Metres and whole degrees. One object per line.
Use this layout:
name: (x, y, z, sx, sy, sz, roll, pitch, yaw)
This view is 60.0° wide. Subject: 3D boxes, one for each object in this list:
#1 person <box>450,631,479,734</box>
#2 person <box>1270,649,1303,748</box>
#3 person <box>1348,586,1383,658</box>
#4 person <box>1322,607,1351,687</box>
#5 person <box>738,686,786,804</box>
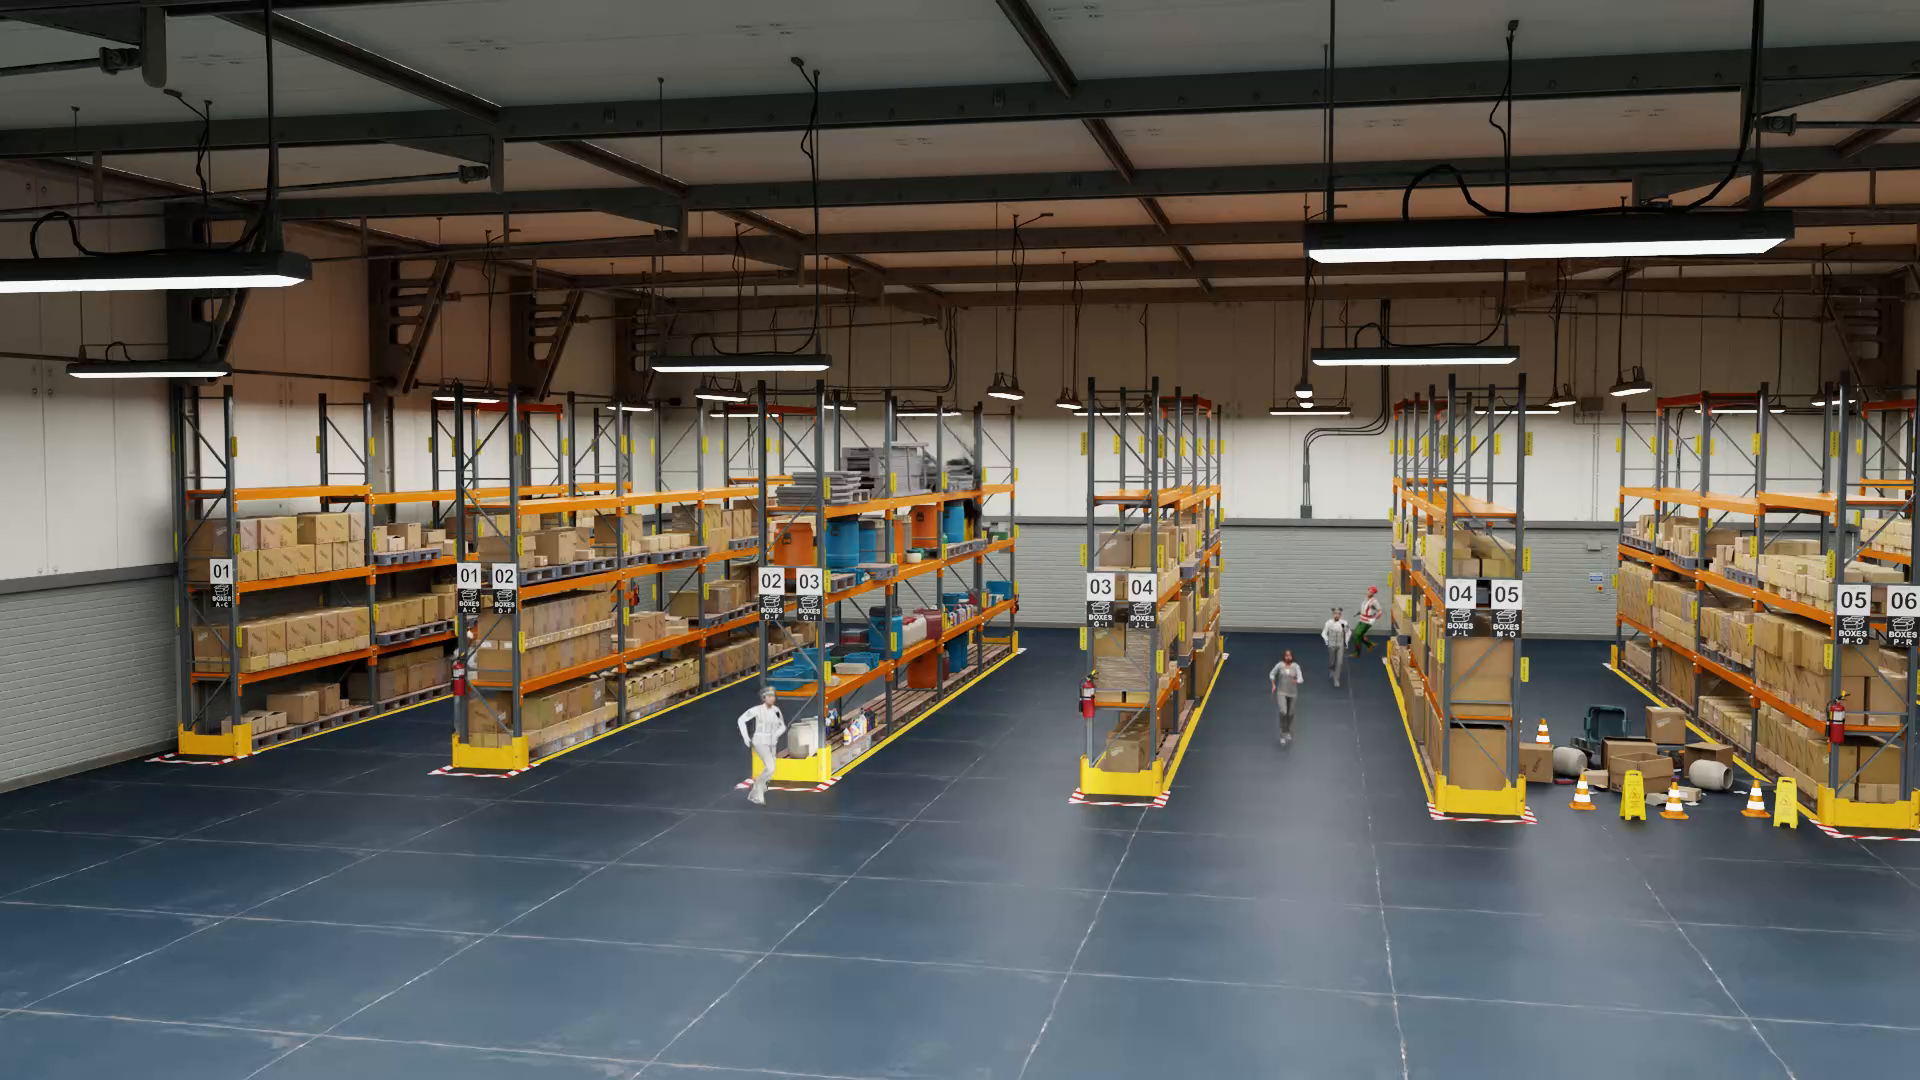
person: (-8.576, 2.483, 28.907, 0.638, 1.806, 0.874, 0, 3, 0)
person: (5.480, 2.643, 27.895, 0.505, 1.633, 0.710, 0, 3, 1)
person: (9.584, 1.940, 39.305, 0.709, 1.706, 0.738, -1, 3, -12)
person: (7.928, 2.221, 35.000, 0.611, 1.665, 0.771, 1, 3, 10)
person: (-2.714, 2.865, 23.234, 0.606, 1.639, 0.611, 3, 4, 44)
